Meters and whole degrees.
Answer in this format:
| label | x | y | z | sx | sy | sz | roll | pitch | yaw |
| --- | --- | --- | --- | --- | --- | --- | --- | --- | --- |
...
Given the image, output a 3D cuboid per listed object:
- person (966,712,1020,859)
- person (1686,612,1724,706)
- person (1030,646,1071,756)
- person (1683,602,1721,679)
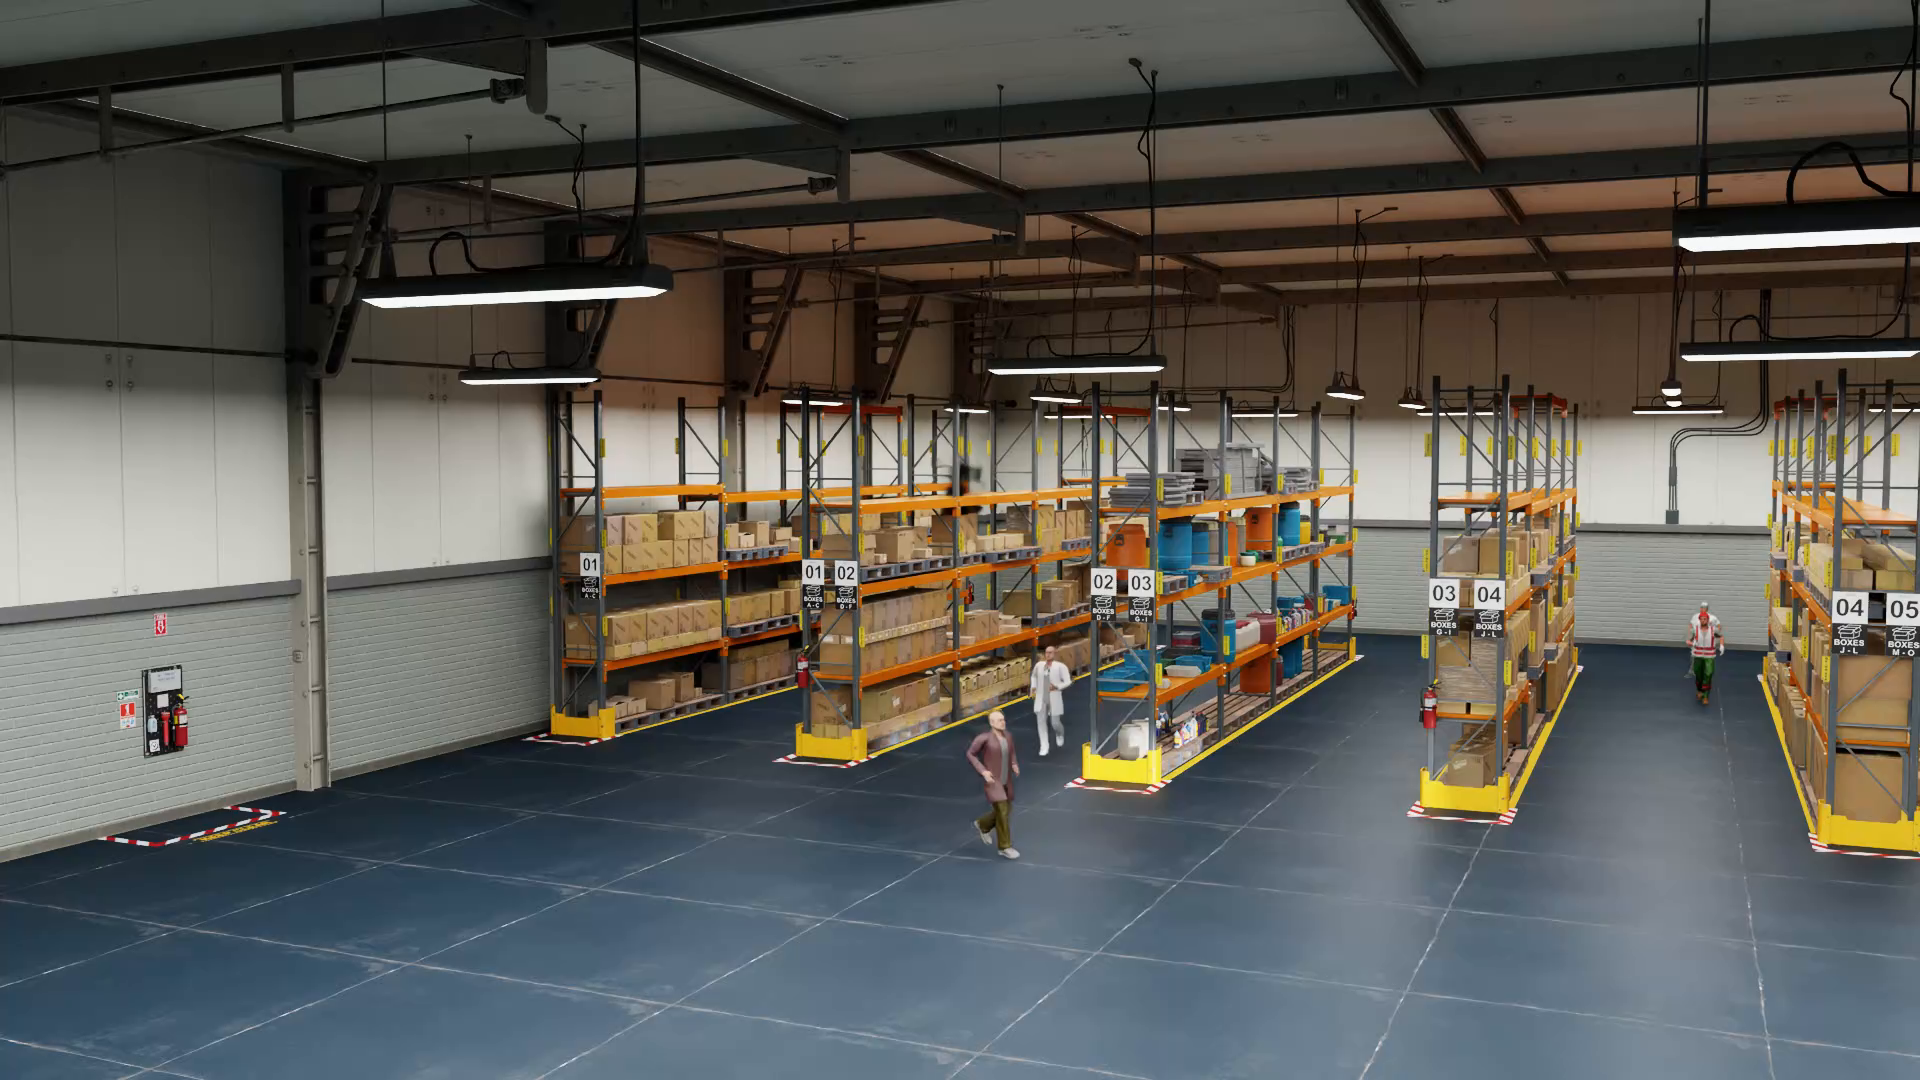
| label | x | y | z | sx | sy | sz | roll | pitch | yaw |
| --- | --- | --- | --- | --- | --- | --- | --- | --- | --- |
| person | 0.427 | 2.983 | 20.465 | 0.720 | 1.760 | 0.883 | -3 | 4 | -42 |
| person | 14.525 | 2.290 | 32.444 | 0.675 | 1.757 | 1.051 | 2 | 4 | 29 |
| person | 1.450 | 2.597 | 27.034 | 0.719 | 1.744 | 0.897 | 1 | 3 | 19 |
| person | 16.134 | 2.193 | 36.225 | 0.770 | 1.693 | 0.675 | -2 | 4 | -27 |
